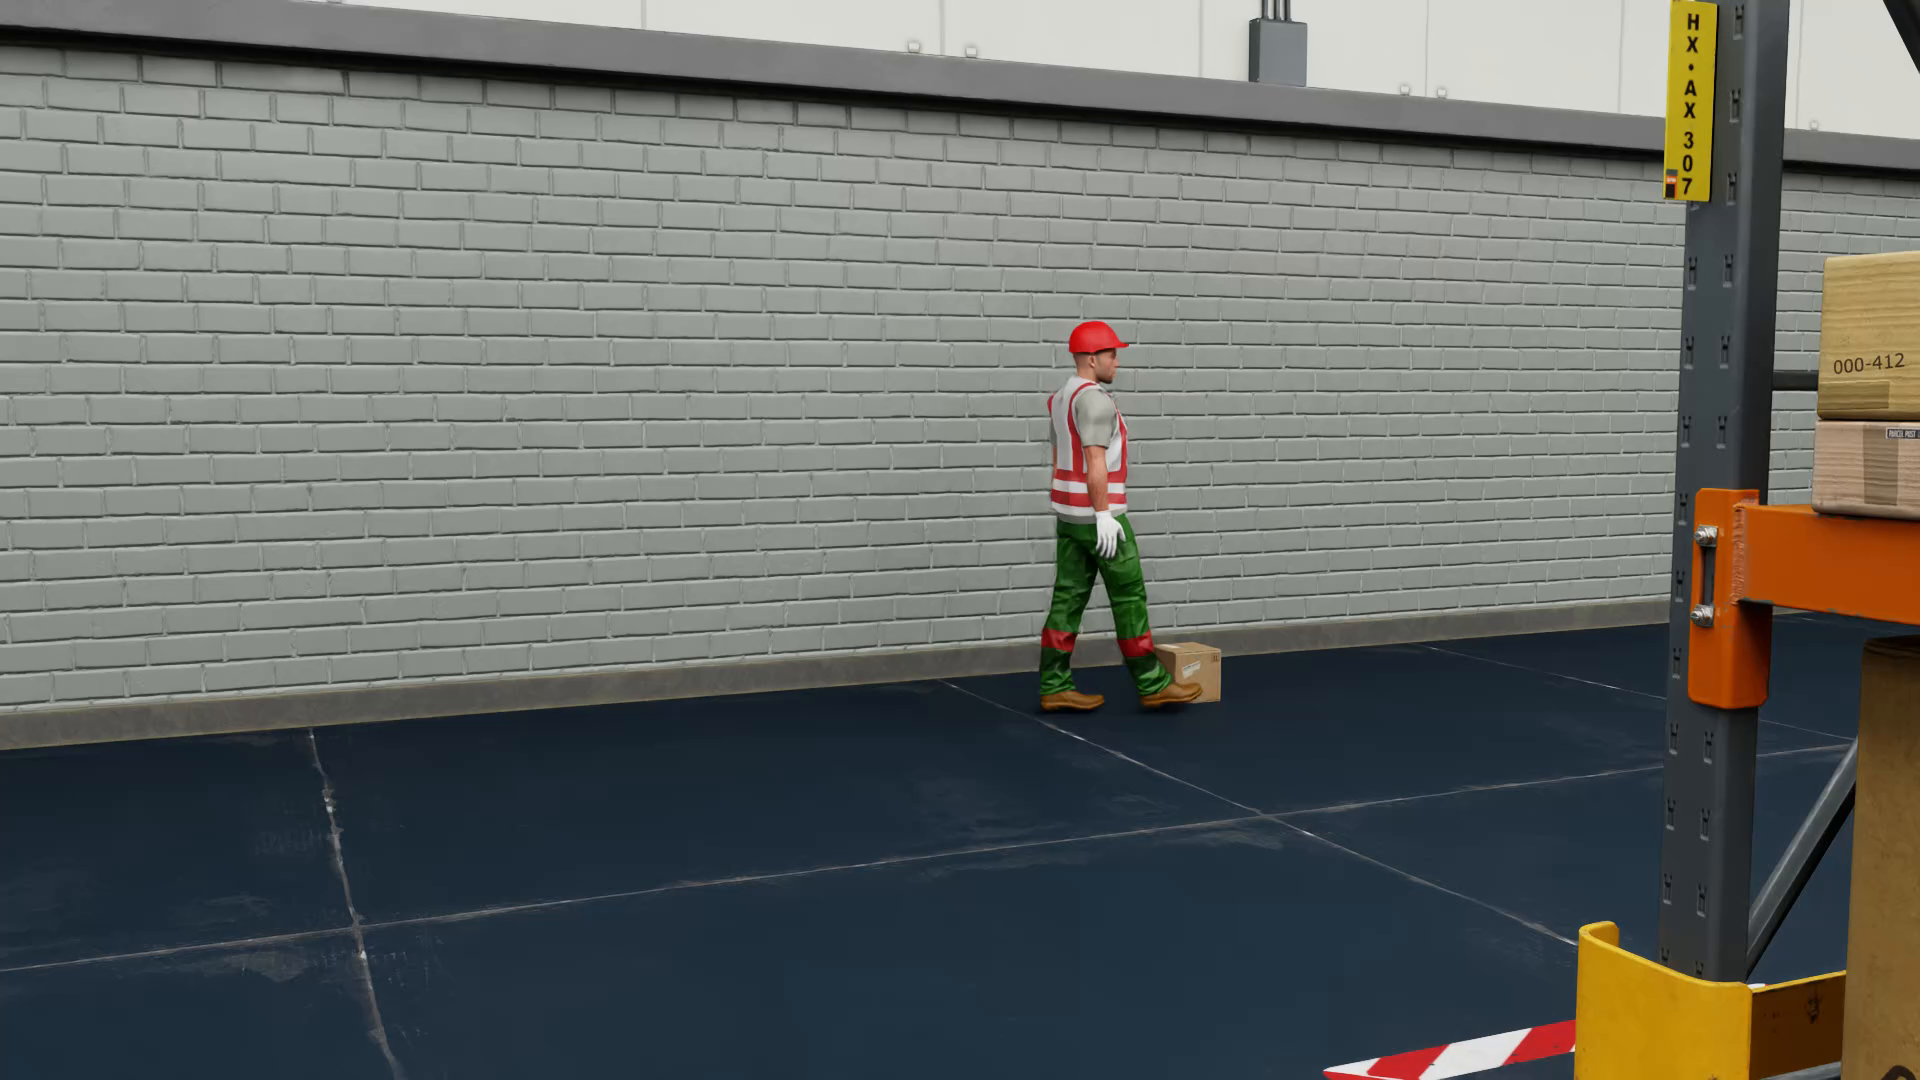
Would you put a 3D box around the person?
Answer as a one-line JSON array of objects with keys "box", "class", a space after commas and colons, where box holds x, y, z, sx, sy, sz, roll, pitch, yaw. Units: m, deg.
[{"box": [0.736, -0.111, 7.643, 0.747, 1.774, 0.571, -2, 6, -19], "class": "person"}]
